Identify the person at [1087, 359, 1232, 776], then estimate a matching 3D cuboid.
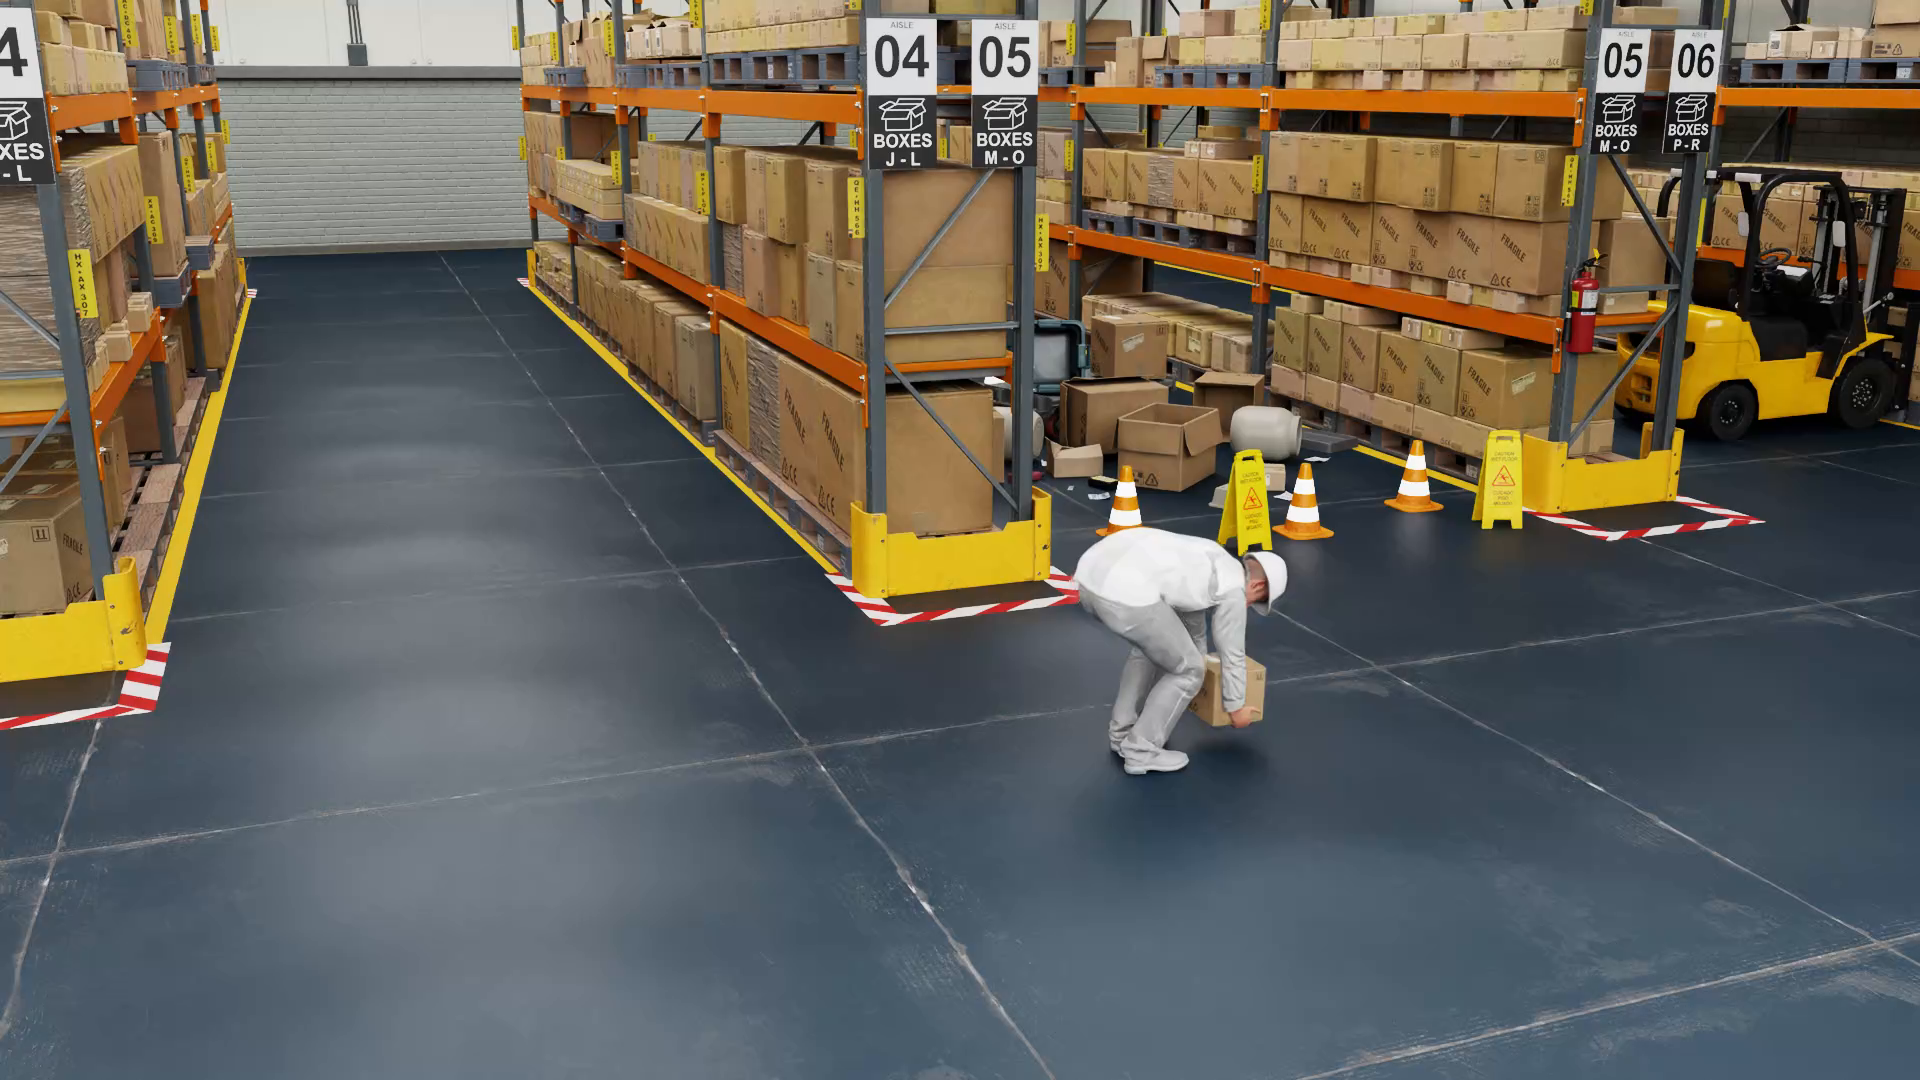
[{"bbox_3d":[0.840,0.103,7.129,0.574,1.765,0.488,-6,17,-21],"label":"person"}]
